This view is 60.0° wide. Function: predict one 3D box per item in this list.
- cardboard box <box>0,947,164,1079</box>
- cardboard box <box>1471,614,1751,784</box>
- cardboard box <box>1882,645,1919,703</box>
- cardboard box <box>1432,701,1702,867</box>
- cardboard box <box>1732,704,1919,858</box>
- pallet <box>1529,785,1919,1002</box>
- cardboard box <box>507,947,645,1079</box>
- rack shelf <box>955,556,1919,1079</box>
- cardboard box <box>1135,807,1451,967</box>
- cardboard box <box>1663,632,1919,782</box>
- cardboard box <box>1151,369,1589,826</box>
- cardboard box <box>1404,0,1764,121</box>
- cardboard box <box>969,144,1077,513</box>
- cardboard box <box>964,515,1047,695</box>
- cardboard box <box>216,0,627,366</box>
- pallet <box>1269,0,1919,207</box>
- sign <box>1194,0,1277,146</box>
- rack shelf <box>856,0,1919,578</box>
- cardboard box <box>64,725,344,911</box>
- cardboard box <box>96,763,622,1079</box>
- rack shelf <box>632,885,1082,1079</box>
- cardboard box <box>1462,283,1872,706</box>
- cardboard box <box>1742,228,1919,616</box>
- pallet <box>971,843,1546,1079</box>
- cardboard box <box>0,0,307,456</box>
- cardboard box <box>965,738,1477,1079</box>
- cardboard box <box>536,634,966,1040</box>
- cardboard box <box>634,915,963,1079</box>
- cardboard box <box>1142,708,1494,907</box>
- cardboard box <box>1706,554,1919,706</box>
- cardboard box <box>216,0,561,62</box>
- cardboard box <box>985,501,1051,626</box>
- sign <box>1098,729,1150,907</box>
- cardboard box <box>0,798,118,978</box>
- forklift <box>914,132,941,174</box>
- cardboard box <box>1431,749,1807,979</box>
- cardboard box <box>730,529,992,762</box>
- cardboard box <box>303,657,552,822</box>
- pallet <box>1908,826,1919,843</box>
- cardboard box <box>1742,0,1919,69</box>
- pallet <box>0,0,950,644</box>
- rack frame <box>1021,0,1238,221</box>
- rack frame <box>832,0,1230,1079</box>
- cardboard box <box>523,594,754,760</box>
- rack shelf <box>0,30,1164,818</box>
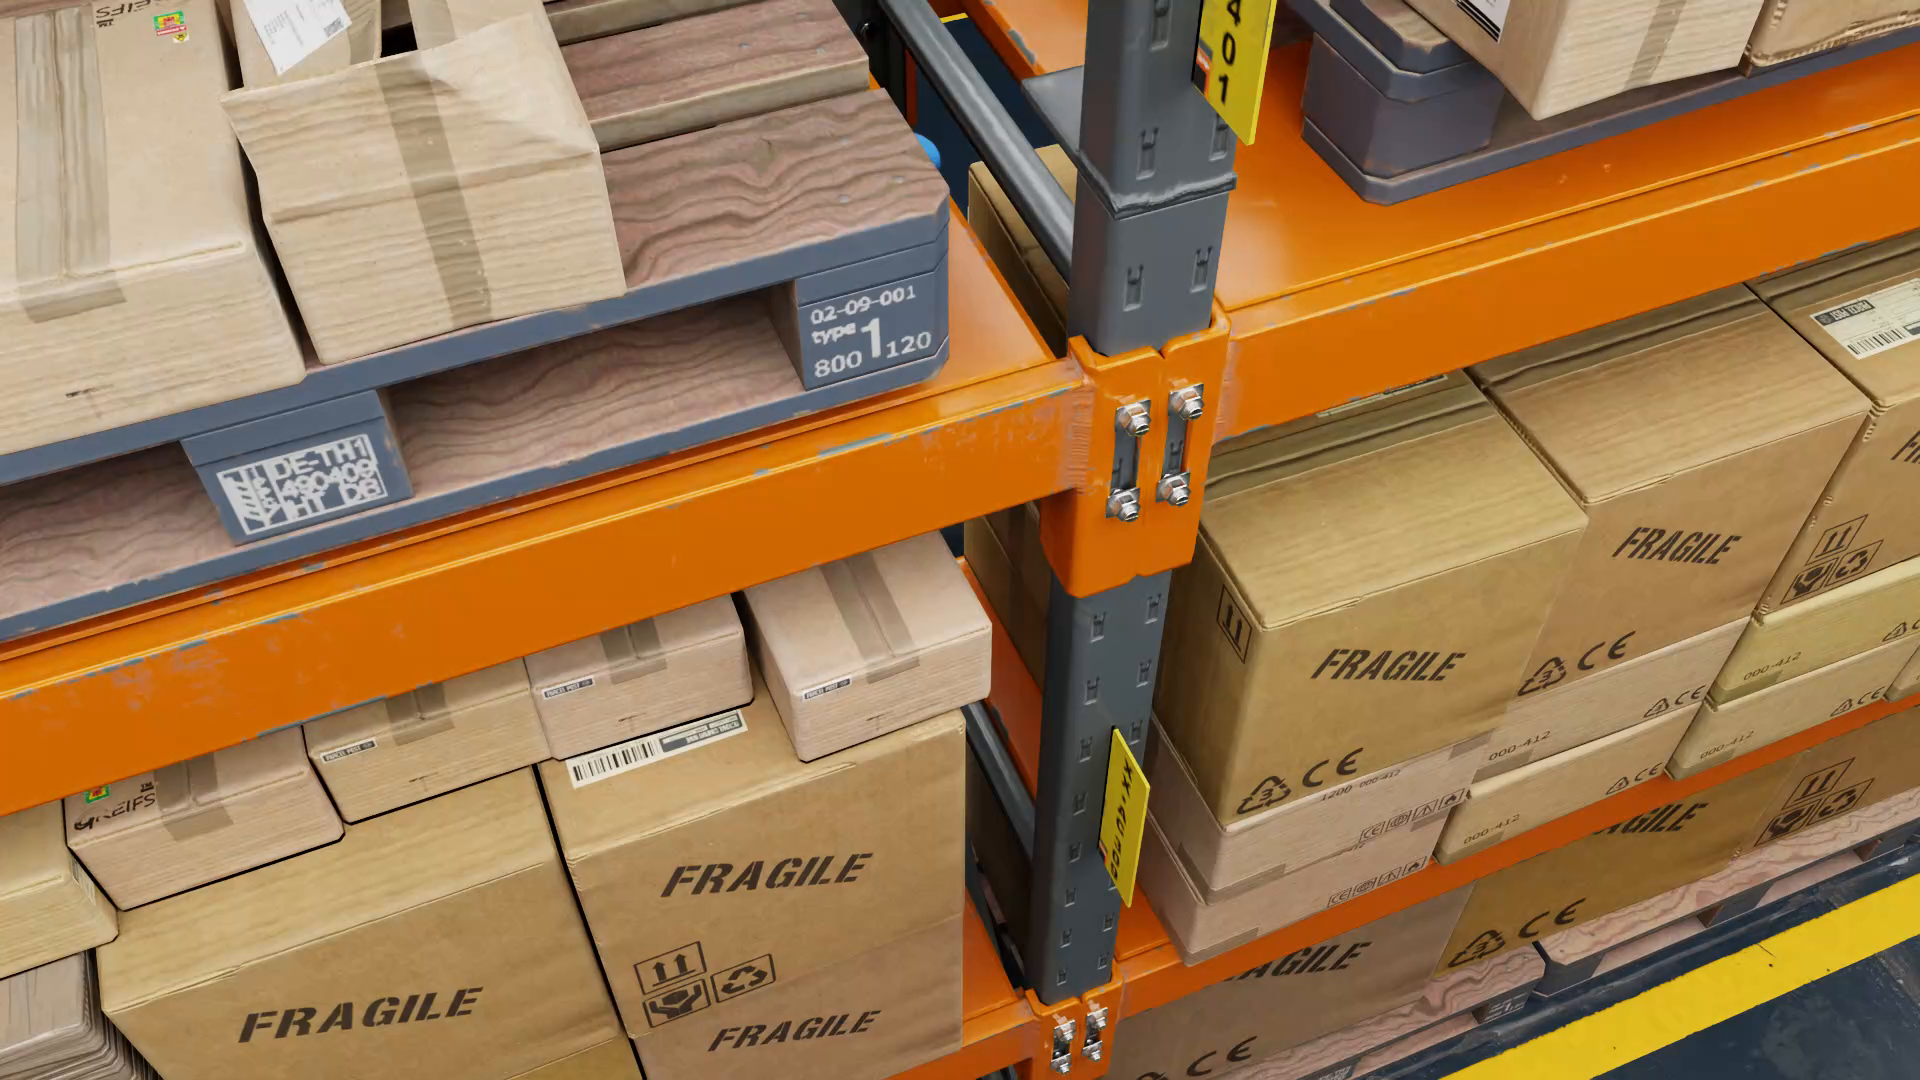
[{"bbox_3d":[-1.258,0.574,2.055,0.500,0.500,0.500,-17,51,-14],"label":"cardboard box"},{"bbox_3d":[1.001,0.099,2.957,0.500,0.250,0.500,-16,51,-14],"label":"cardboard box"},{"bbox_3d":[1.947,-0.004,3.375,0.500,0.250,0.500,-18,52,-15],"label":"cardboard box"},{"bbox_3d":[1.000,0.269,3.141,0.500,0.250,0.500,-18,52,-15],"label":"cardboard box"},{"bbox_3d":[2.220,0.111,4.301,0.875,0.875,0.875,-17,51,-14],"label":"cardboard box"},{"bbox_3d":[1.832,0.592,4.603,1.213,0.211,1.003,-17,52,-14],"label":"pallet"},{"bbox_3d":[-0.792,0.742,2.570,0.500,0.500,0.500,-18,52,-15],"label":"cardboard box"},{"bbox_3d":[1.866,-0.029,3.772,4.000,0.370,1.077,-17,52,-14],"label":"rack shelf"},{"bbox_3d":[0.522,0.418,3.012,0.500,0.250,0.500,-18,52,-15],"label":"cardboard box"},{"bbox_3d":[1.481,0.133,3.257,0.500,0.250,0.500,-18,52,-15],"label":"cardboard box"},{"bbox_3d":[0.531,0.028,2.524,0.500,0.500,0.500,-17,51,-14],"label":"cardboard box"},{"bbox_3d":[0.610,-0.658,1.672,0.258,0.266,0.396,-18,52,-15],"label":"cardboard box"},{"bbox_3d":[0.333,-0.353,2.851,0.500,0.500,0.500,-16,51,-13],"label":"cardboard box"},{"bbox_3d":[0.335,0.053,3.326,0.500,0.250,0.500,-18,52,-15],"label":"cardboard box"},{"bbox_3d":[-0.455,-0.385,1.372,0.258,0.266,0.396,-16,51,-13],"label":"cardboard box"},{"bbox_3d":[0.845,-0.902,2.197,1.217,0.209,0.805,-19,52,-16],"label":"pallet"},{"bbox_3d":[0.226,-0.472,1.308,0.005,0.325,0.100,-17,52,-14],"label":"sign"},{"bbox_3d":[1.866,-1.006,2.634,4.000,0.370,1.077,-17,52,-14],"label":"rack shelf"},{"bbox_3d":[-0.897,0.202,1.947,0.250,0.149,0.380,-18,52,-15],"label":"cardboard box"},{"bbox_3d":[-0.790,0.421,2.186,0.500,0.500,0.500,-18,52,-15],"label":"cardboard box"},{"bbox_3d":[-1.837,1.118,2.787,4.000,0.370,1.077,-17,52,-14],"label":"rack shelf"},{"bbox_3d":[0.991,-0.138,2.666,0.500,0.500,0.500,-17,52,-14],"label":"cardboard box"},{"bbox_3d":[1.457,-0.280,2.788,0.500,0.500,0.500,-18,52,-15],"label":"cardboard box"},{"bbox_3d":[0.701,0.945,4.300,1.213,0.211,1.003,-17,52,-14],"label":"pallet"},{"bbox_3d":[-0.700,-0.271,1.351,0.250,0.149,0.380,-16,51,-13],"label":"cardboard box"},{"bbox_3d":[0.559,0.632,3.854,0.875,0.875,0.875,-16,51,-13],"label":"cardboard box"},{"bbox_3d":[-0.318,0.281,2.306,0.500,0.500,0.500,-18,52,-15],"label":"cardboard box"},{"bbox_3d":[-0.318,0.590,2.700,0.500,0.500,0.500,-17,51,-14],"label":"cardboard box"},{"bbox_3d":[0.529,0.268,2.812,0.500,0.250,0.500,-19,52,-15],"label":"cardboard box"},{"bbox_3d":[1.478,-0.027,3.065,0.500,0.250,0.500,-17,51,-14],"label":"cardboard box"},{"bbox_3d":[-0.609,-0.848,1.615,0.500,0.500,0.500,-16,51,-14],"label":"cardboard box"},{"bbox_3d":[0.331,-0.101,3.129,0.500,0.250,0.500,-17,52,-14],"label":"cardboard box"},{"bbox_3d":[0.226,0.392,2.313,0.005,0.325,0.100,-17,52,-14],"label":"sign"},{"bbox_3d":[-1.115,0.299,1.864,0.250,0.149,0.380,-18,52,-15],"label":"cardboard box"},{"bbox_3d":[-1.584,-1.633,4.720,3.031,2.935,1.130,22,53,18],"label":"forklift"},{"bbox_3d":[1.392,0.367,4.081,0.875,0.875,0.875,-16,51,-13],"label":"cardboard box"},{"bbox_3d":[-0.150,0.052,2.075,0.250,0.149,0.380,-18,52,-15],"label":"cardboard box"},{"bbox_3d":[-0.670,0.117,2.020,0.250,0.149,0.380,-17,51,-14],"label":"cardboard box"},{"bbox_3d":[2.959,0.245,4.901,1.213,0.211,1.003,-17,52,-14],"label":"pallet"},{"bbox_3d":[0.940,-0.886,1.713,0.500,0.500,0.500,-18,52,-15],"label":"cardboard box"},{"bbox_3d":[-0.747,-0.411,1.707,1.213,0.211,1.003,-17,52,-14],"label":"pallet"},{"bbox_3d":[0.015,-1.644,0.730,0.127,3.000,1.000,-17,52,-14],"label":"rack frame"},{"bbox_3d":[0.015,0.310,3.006,0.127,3.000,1.000,-17,52,-14],"label":"rack frame"},{"bbox_3d":[-0.435,0.052,2.076,0.250,0.149,0.380,-16,51,-13],"label":"cardboard box"},{"bbox_3d":[-1.837,0.141,1.649,4.000,0.370,1.077,-17,52,-14],"label":"rack shelf"}]
